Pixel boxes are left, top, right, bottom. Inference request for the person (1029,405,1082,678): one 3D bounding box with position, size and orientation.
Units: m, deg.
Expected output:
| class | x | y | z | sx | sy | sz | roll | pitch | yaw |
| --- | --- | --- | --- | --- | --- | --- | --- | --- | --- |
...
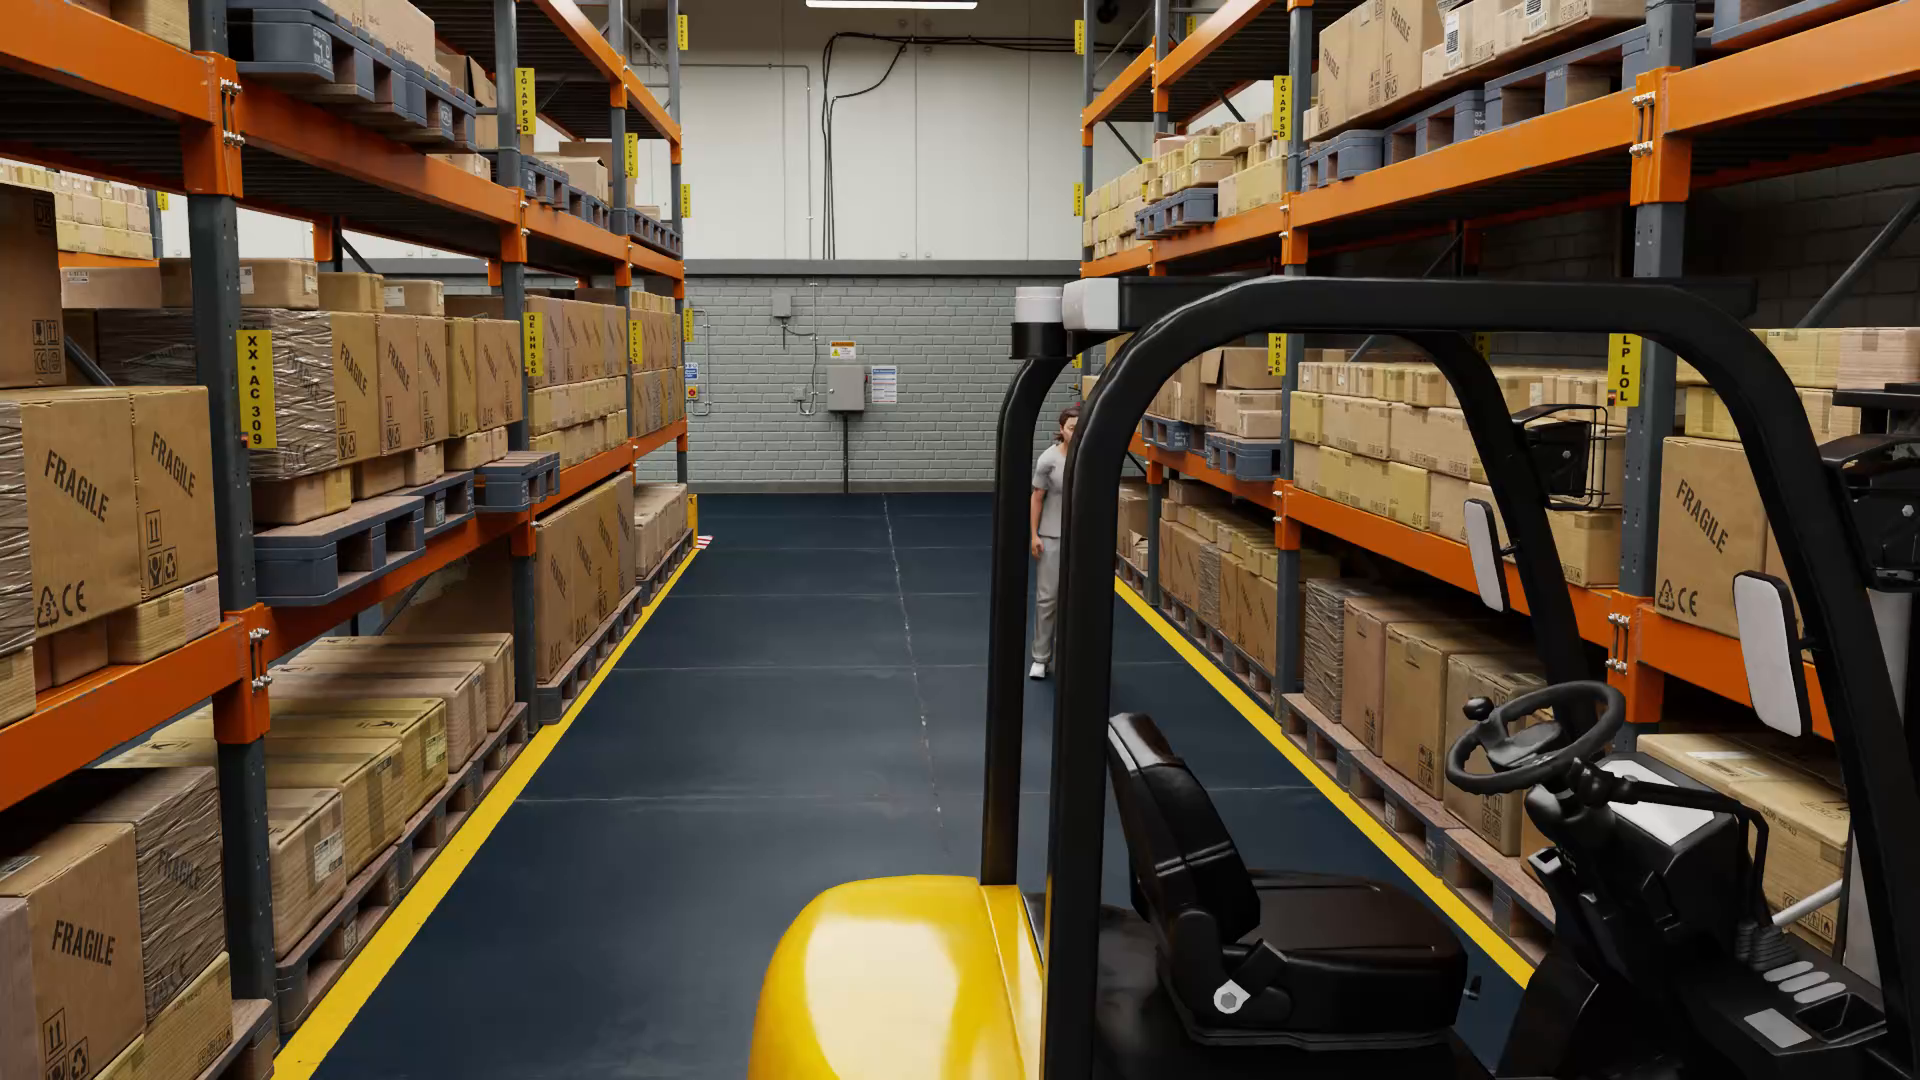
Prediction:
| class | x | y | z | sx | sy | sz | roll | pitch | yaw |
| --- | --- | --- | --- | --- | --- | --- | --- | --- | --- |
| person | 0.666 | 0.002 | 10.236 | 0.504 | 1.673 | 0.352 | -1 | 7 | -6 |
